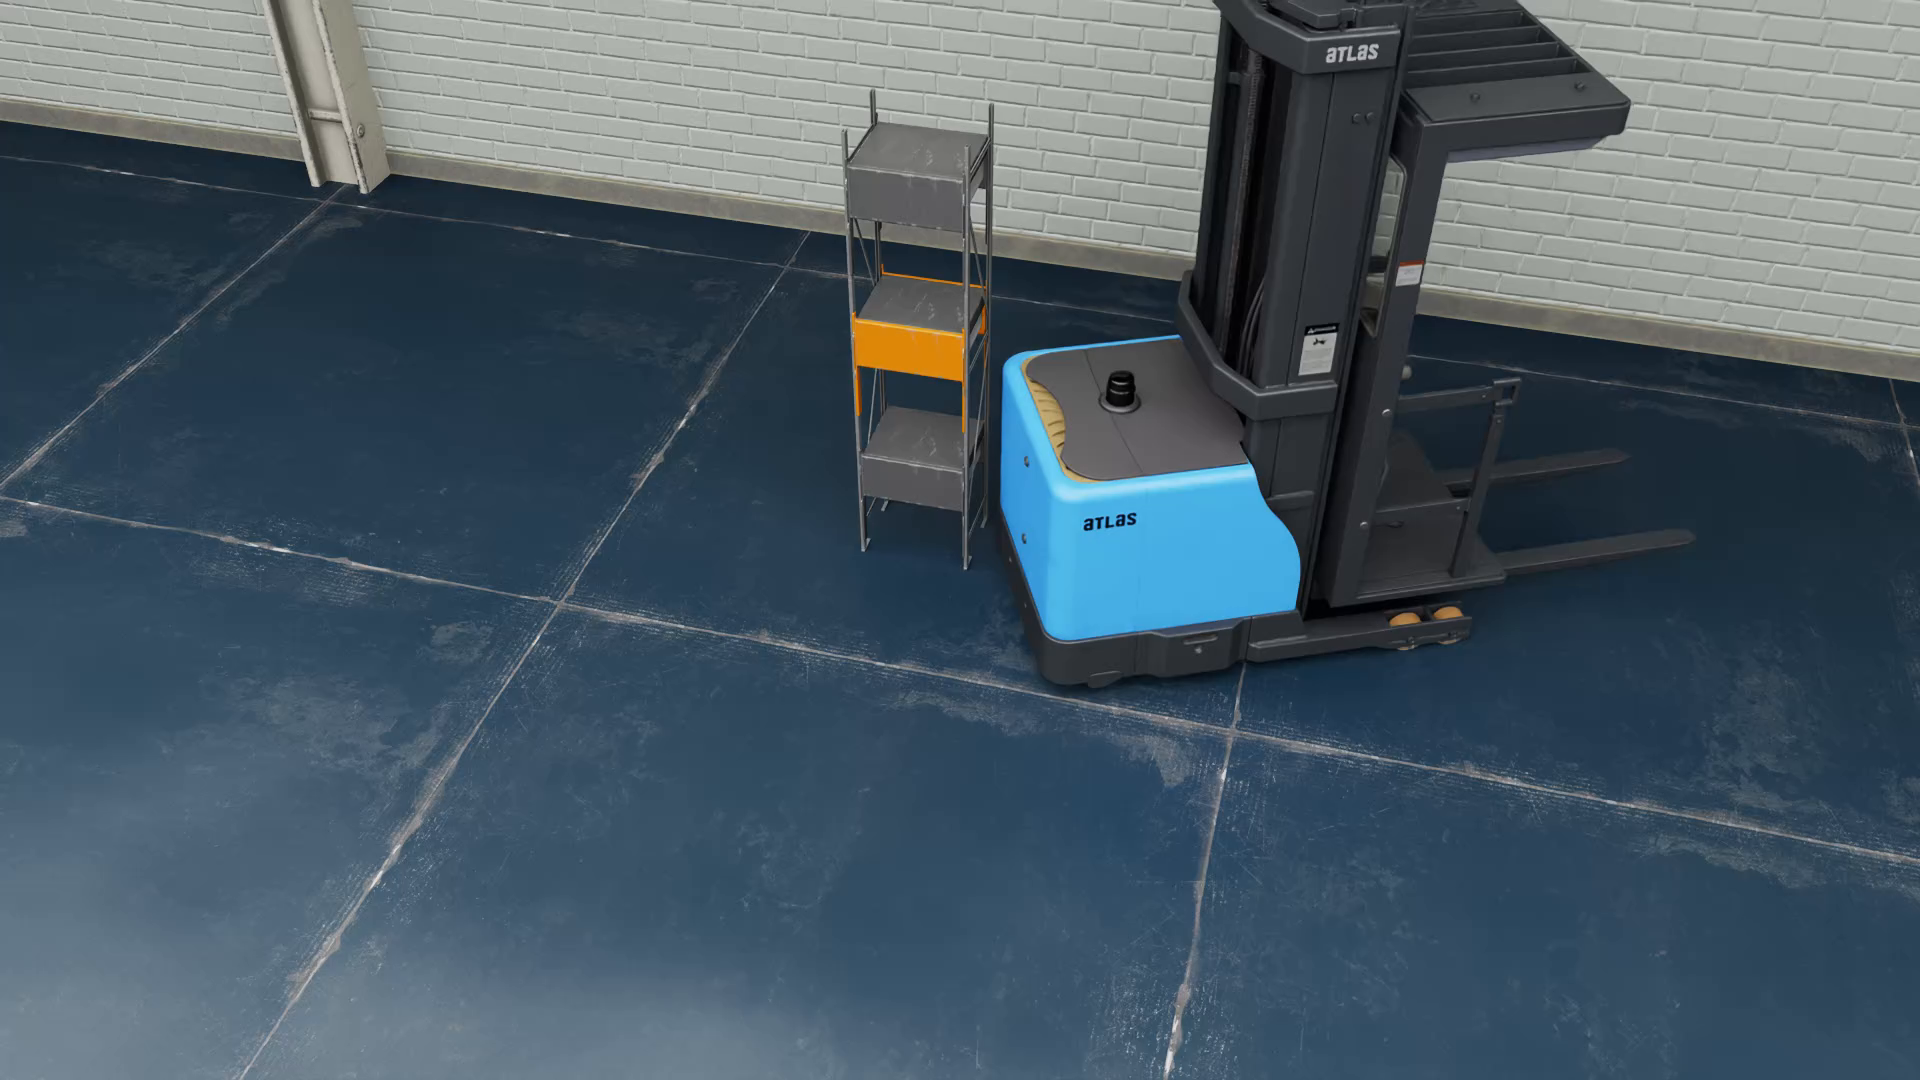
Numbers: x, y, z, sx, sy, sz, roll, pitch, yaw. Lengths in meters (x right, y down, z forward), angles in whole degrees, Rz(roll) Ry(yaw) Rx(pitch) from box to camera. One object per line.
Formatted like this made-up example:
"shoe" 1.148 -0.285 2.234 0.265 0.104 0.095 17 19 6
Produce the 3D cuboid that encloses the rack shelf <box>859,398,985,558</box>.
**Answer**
"rack shelf" -0.160 -0.285 7.566 0.480 0.518 0.431 10 41 11

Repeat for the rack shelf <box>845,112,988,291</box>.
"rack shelf" -0.160 -1.357 6.666 0.480 0.518 0.431 10 41 11

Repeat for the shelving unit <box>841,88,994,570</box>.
"shelving unit" -0.160 -0.832 7.108 0.503 2.100 0.431 10 41 11

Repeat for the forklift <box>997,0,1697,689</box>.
"forklift" 1.738 -0.973 6.630 3.031 2.935 1.130 -7 41 -9

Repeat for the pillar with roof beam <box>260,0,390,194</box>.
"pillar with roof beam" -4.935 -3.047 4.381 0.400 9.000 9.100 10 41 11

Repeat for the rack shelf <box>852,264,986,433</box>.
"rack shelf" -0.160 -0.821 7.116 0.480 0.518 0.431 10 41 11

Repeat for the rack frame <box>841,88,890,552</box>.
"rack frame" -0.396 -0.872 7.156 0.015 2.100 0.400 10 41 11

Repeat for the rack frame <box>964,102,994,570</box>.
"rack frame" 0.076 -0.791 7.059 0.015 2.100 0.400 10 41 11
